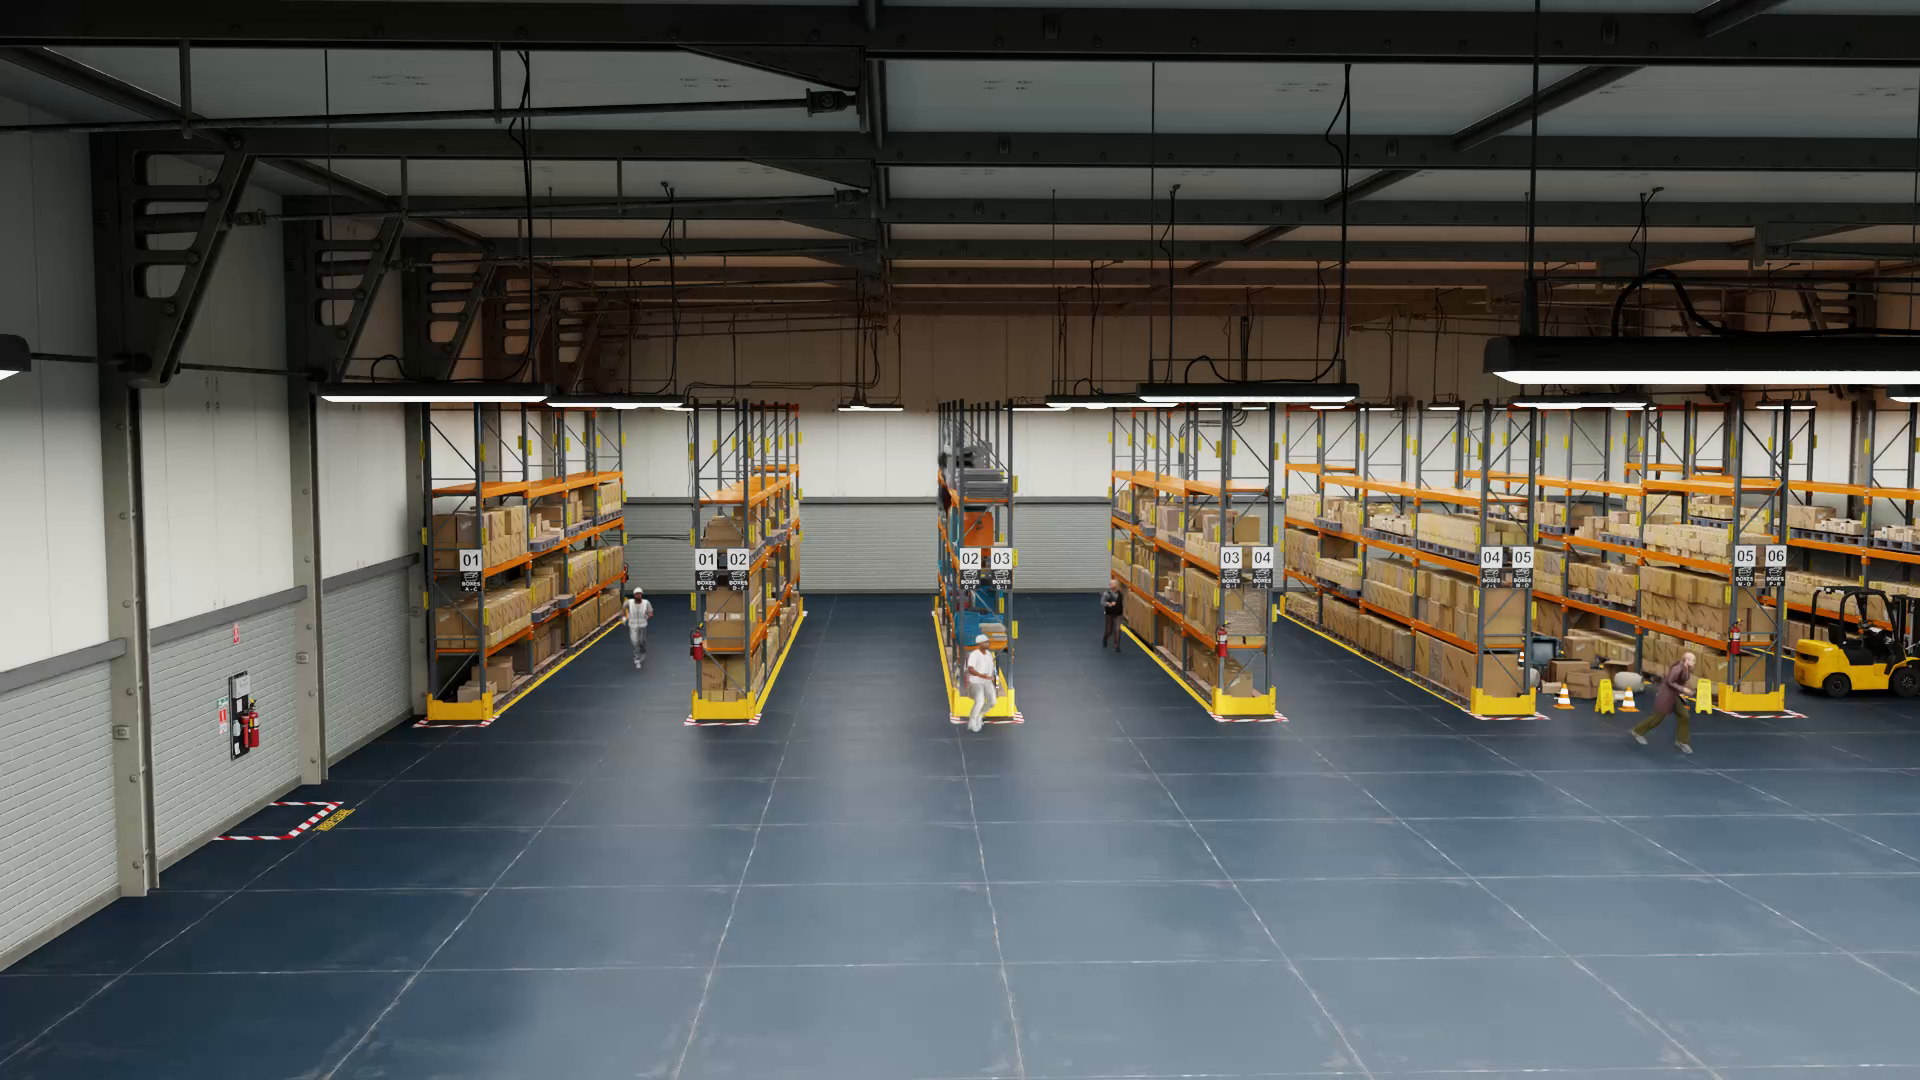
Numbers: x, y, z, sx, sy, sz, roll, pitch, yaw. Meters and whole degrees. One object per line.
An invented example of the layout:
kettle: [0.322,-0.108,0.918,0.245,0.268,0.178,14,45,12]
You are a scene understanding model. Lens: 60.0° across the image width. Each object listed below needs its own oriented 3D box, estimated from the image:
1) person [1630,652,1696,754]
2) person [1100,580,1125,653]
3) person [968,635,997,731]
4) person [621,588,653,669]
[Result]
person: [12.003,2.747,28.357,1.069,1.743,0.755,3,5,37]
person: [3.724,1.810,39.944,0.558,1.709,0.907,-1,4,-15]
person: [0.441,2.576,30.044,0.599,1.736,0.735,4,6,41]
person: [-7.293,1.968,37.612,0.689,1.788,1.012,-1,4,-15]
